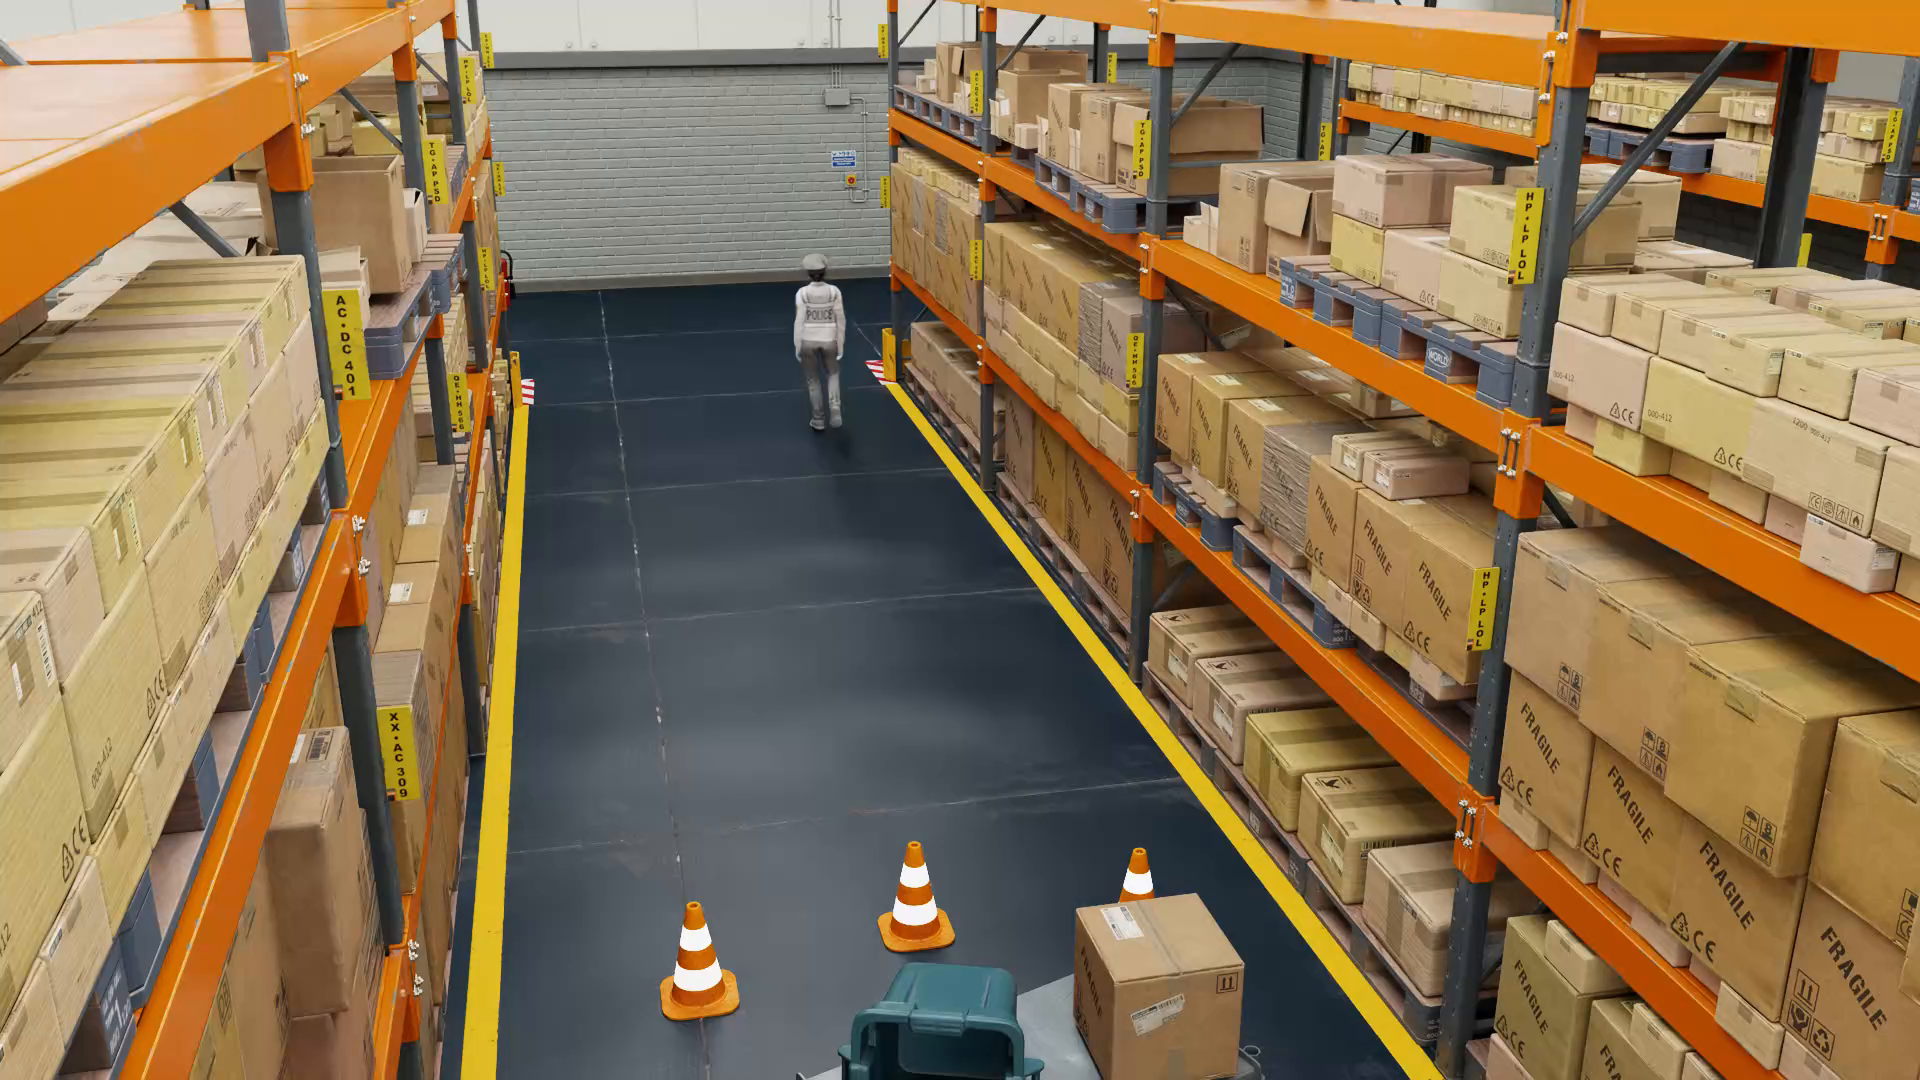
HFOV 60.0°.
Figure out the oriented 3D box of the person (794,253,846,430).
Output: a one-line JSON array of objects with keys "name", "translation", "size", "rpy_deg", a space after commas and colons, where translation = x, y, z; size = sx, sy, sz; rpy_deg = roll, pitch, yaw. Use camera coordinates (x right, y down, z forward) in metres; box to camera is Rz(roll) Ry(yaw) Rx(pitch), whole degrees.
[{"name": "person", "translation": [-1.308, -1.844, 15.599], "size": [0.490, 1.678, 0.503], "rpy_deg": [-4, 20, -12]}]
